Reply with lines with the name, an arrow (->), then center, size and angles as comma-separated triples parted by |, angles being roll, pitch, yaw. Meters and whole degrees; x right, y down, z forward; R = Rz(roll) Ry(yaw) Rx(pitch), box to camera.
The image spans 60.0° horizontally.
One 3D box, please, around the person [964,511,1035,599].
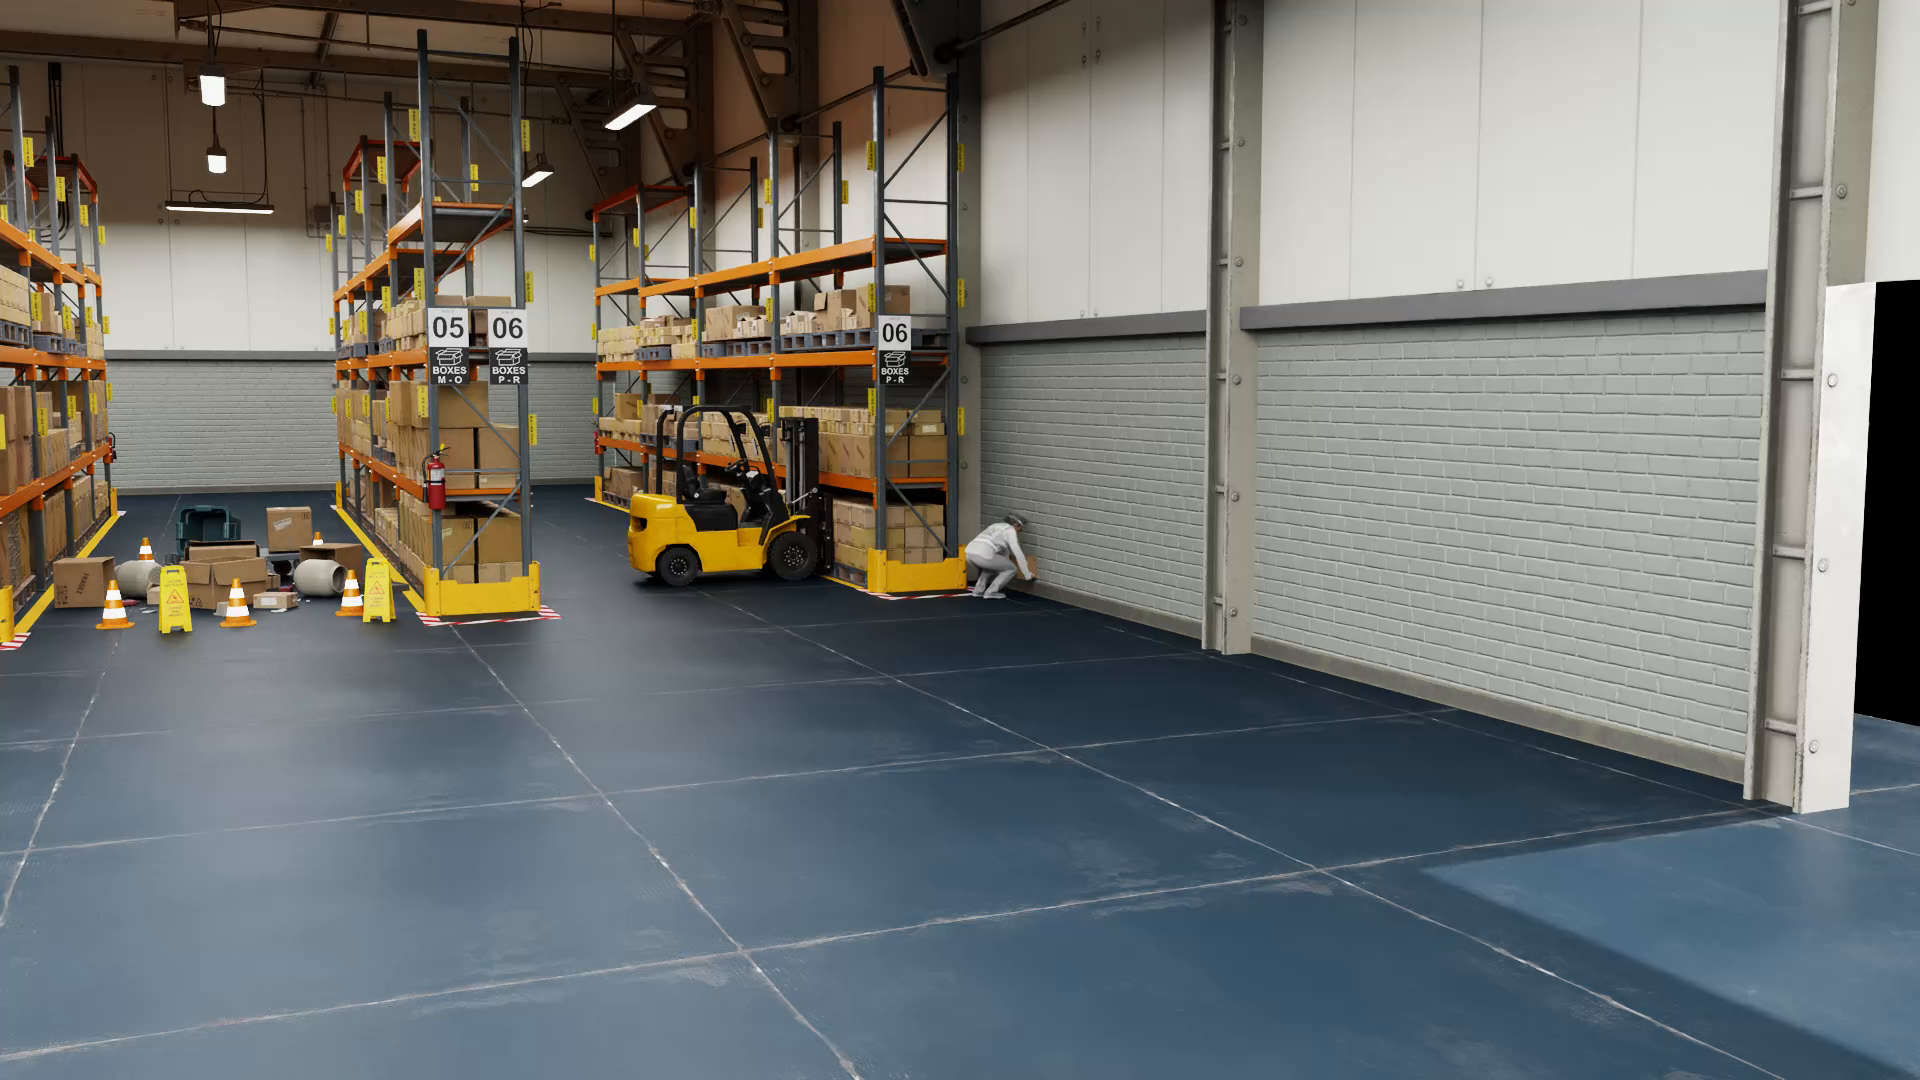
person -> 0.449, 0.169, 18.923 | 0.887, 0.974, 0.458 | -4, 7, -37
